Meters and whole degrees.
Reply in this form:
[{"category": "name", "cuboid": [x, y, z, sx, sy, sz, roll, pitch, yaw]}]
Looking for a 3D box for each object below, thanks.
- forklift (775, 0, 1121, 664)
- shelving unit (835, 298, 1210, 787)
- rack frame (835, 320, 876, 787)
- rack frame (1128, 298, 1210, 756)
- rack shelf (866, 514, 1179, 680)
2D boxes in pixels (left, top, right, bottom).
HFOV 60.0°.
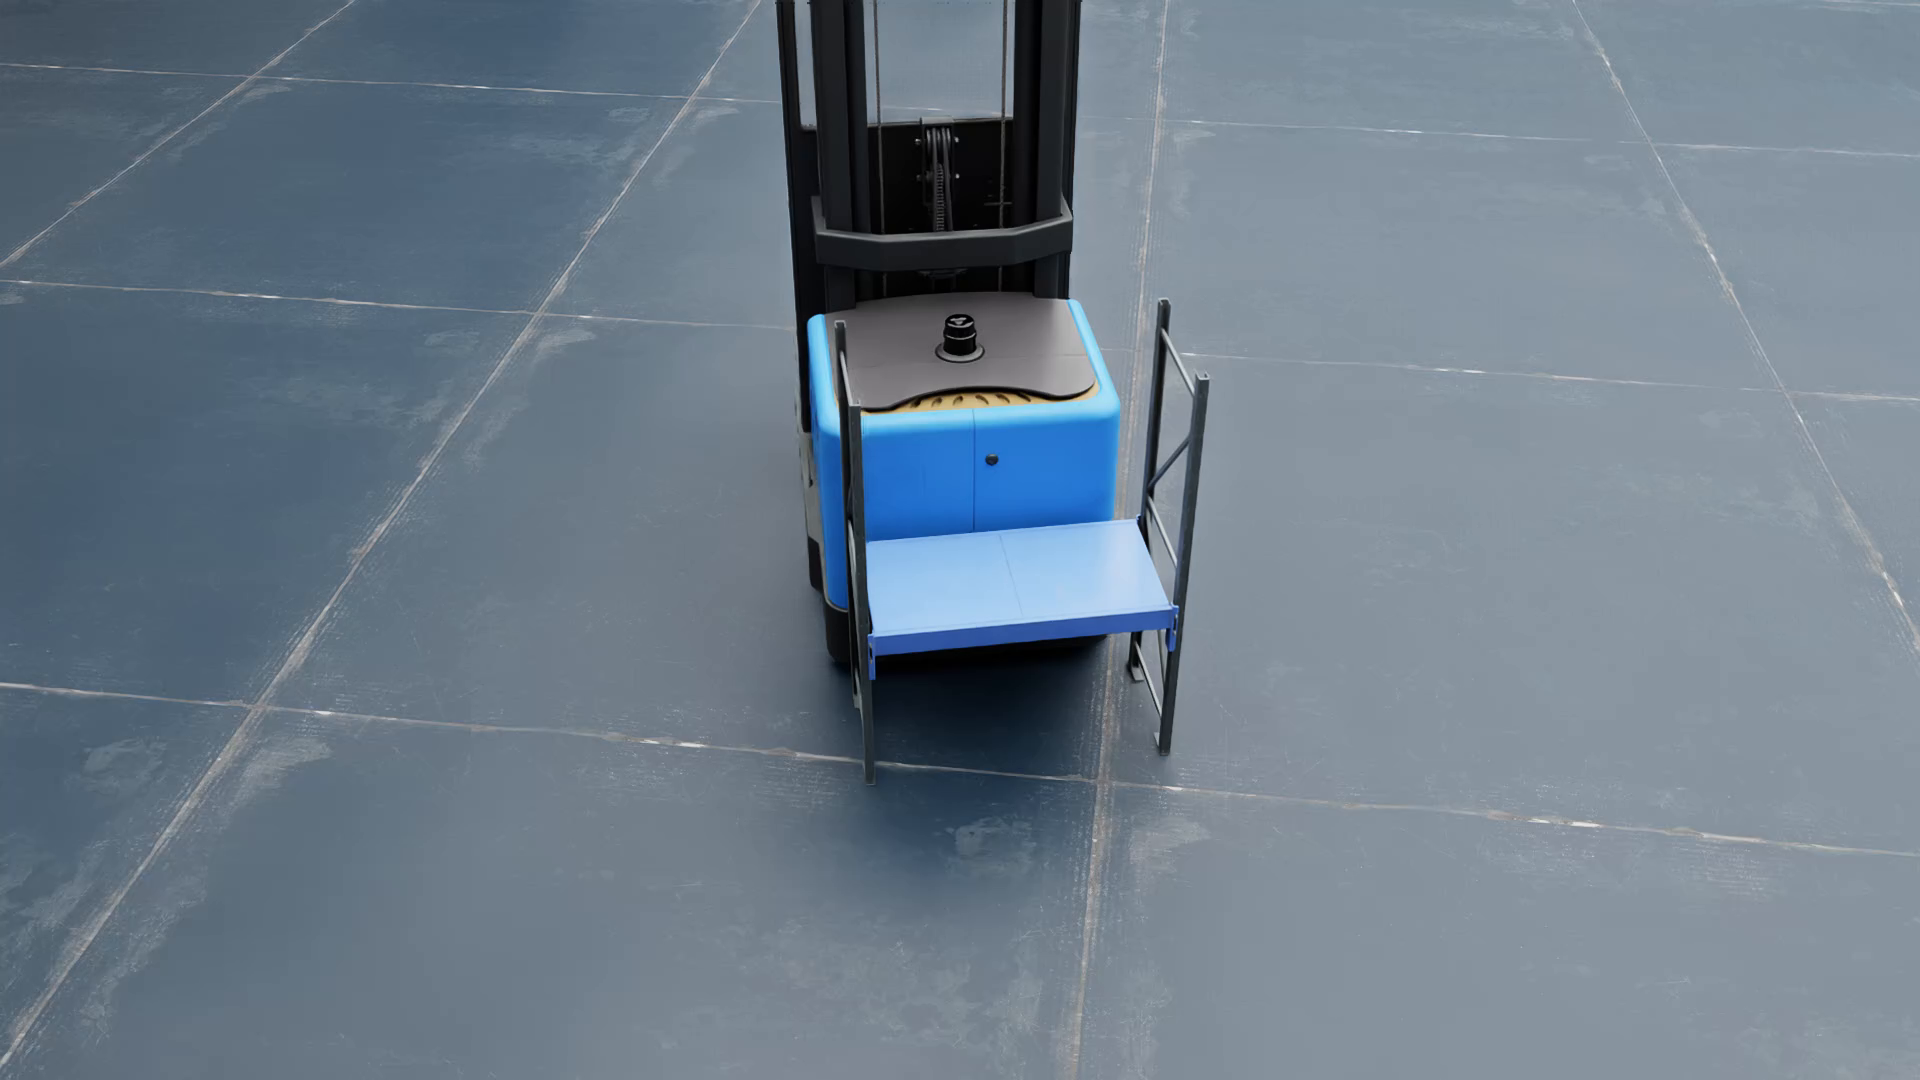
[{"category": "forklift", "cuboid": [-0.144, -1.589, 6.453, 1.130, 2.935, 3.031, -4, 36, -6]}, {"category": "shelving unit", "cuboid": [0.168, 0.034, 5.404, 1.048, 1.500, 0.538, -5, 37, -7]}, {"category": "rack frame", "cuboid": [-0.334, 0.078, 5.343, 0.032, 1.500, 0.500, -5, 37, -7]}, {"category": "rack frame", "cuboid": [0.671, -0.009, 5.465, 0.032, 1.500, 0.500, -5, 37, -7]}, {"category": "rack shelf", "cuboid": [0.168, 0.179, 5.511, 1.000, 0.185, 0.538, -5, 37, -7]}]
